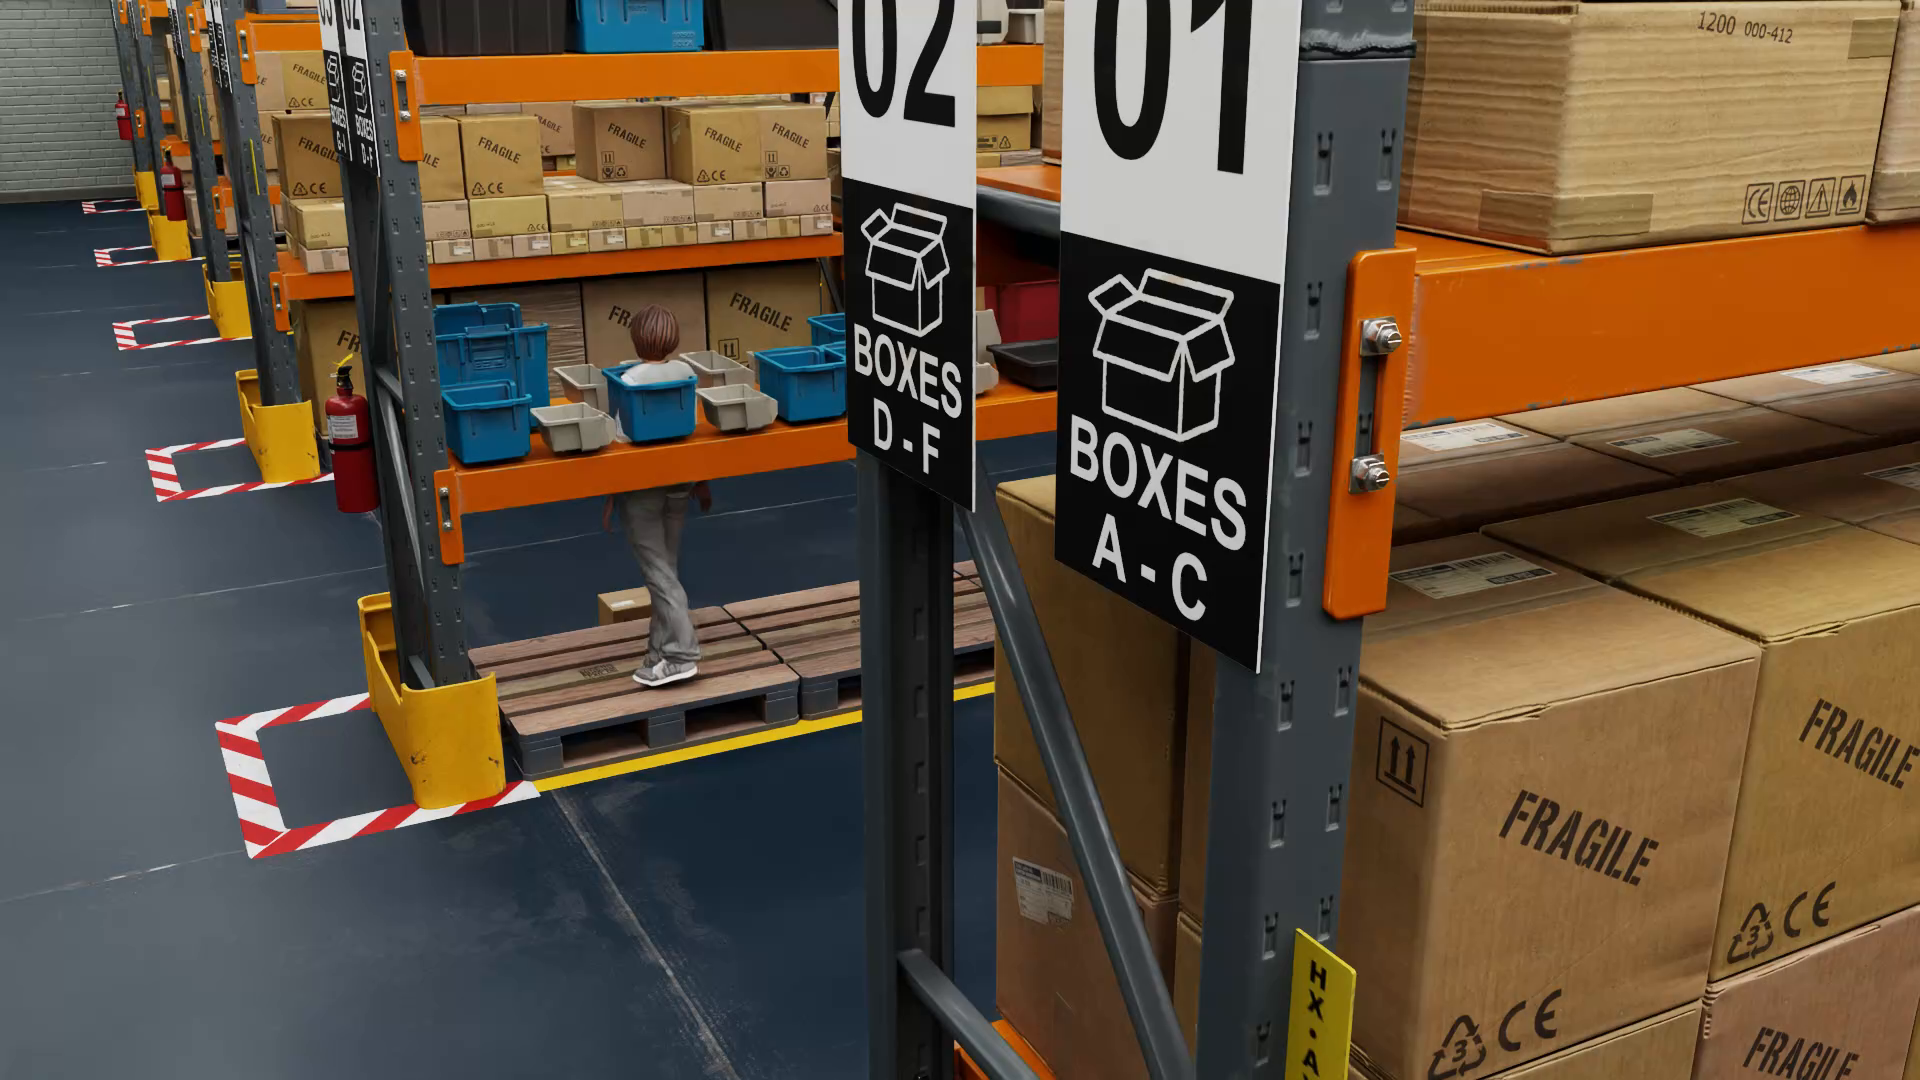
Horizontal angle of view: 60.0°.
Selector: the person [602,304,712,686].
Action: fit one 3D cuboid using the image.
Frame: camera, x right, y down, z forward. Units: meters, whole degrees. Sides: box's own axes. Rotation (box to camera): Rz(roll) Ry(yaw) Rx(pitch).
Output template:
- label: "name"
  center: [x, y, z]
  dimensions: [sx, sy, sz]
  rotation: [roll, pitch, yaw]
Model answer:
- label: "person"
  center: [-1.244, -0.174, 6.930]
  dimensions: [0.364, 1.619, 0.541]
  rotation: [16, 24, 39]
